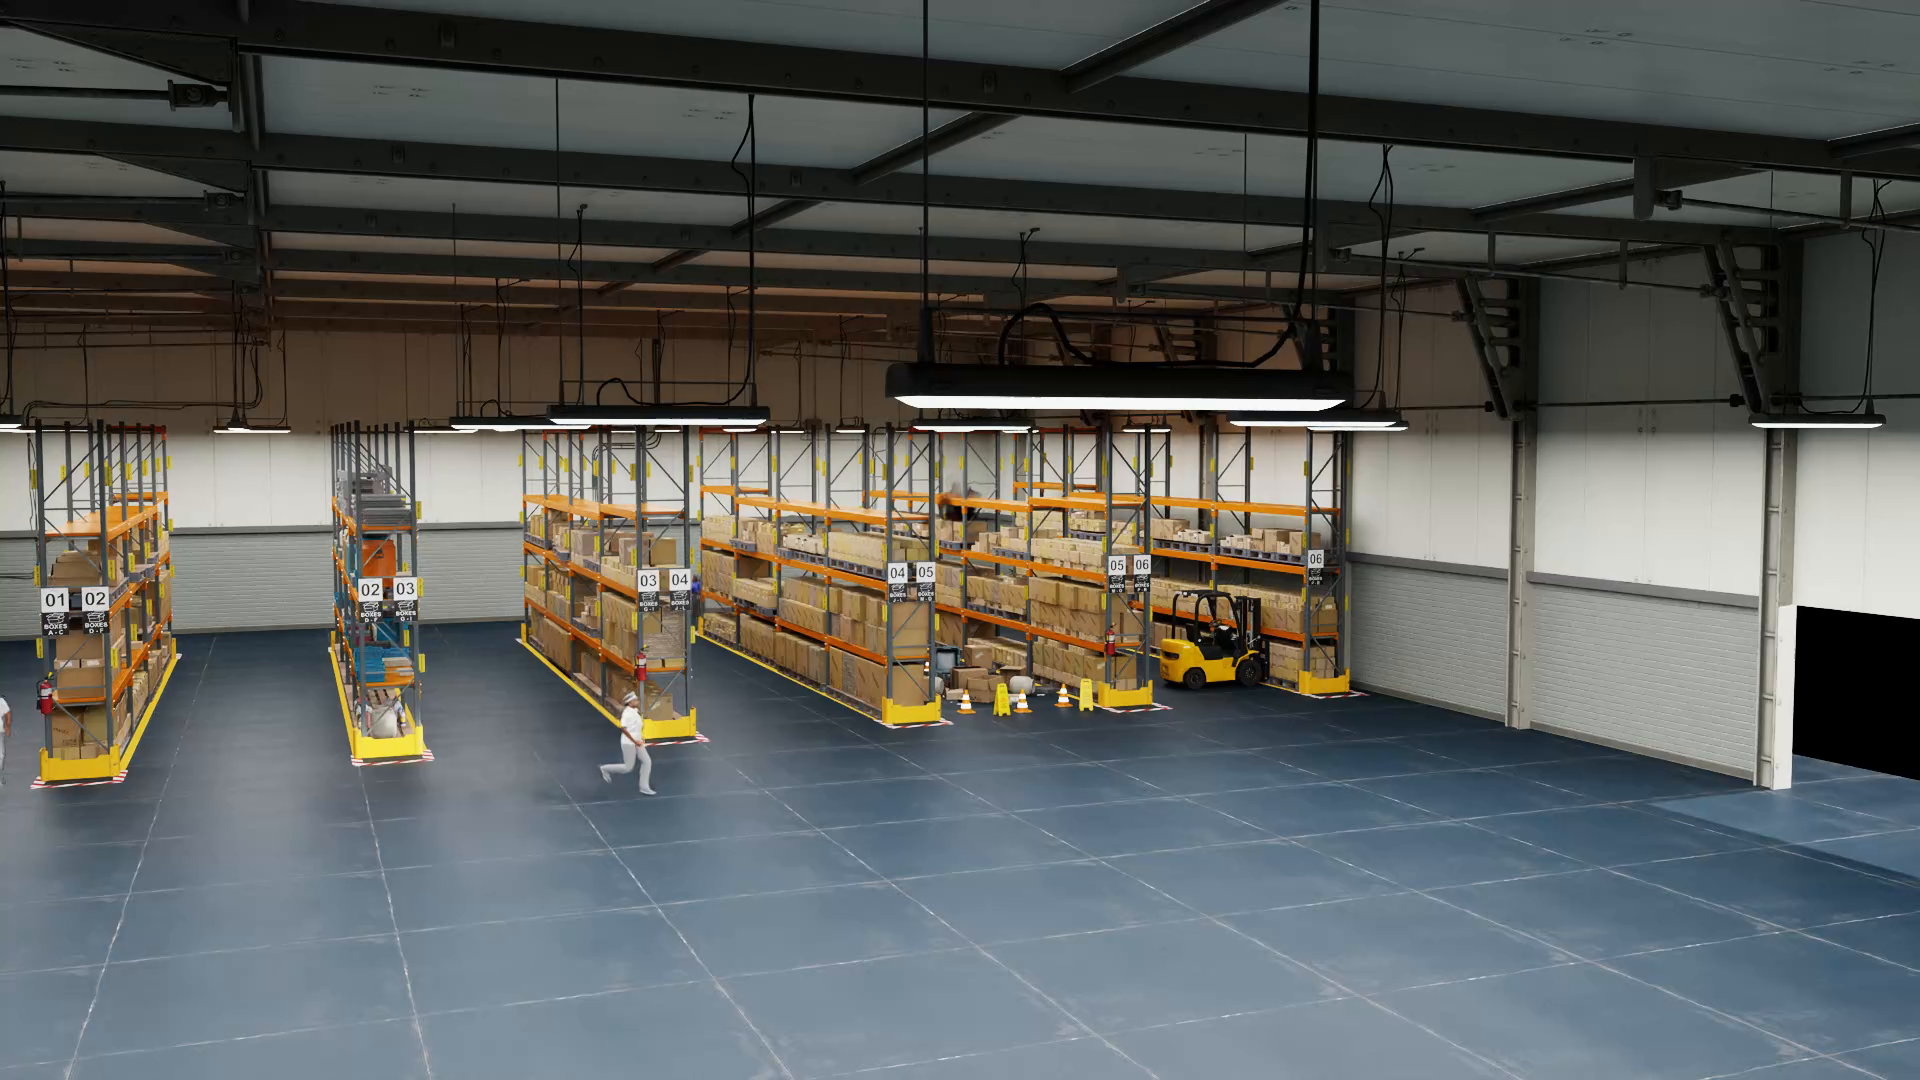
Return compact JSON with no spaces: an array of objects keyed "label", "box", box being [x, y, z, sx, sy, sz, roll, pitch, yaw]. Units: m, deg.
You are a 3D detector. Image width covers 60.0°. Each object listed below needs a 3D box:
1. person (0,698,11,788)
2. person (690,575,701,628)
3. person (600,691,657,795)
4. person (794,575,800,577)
[{"label":"person","box":[-15.862,3.133,27.171,0.549,1.659,0.737,3,5,41]},{"label":"person","box":[-7.890,1.838,48.976,0.852,1.652,0.592,-1,4,-22]},{"label":"person","box":[-5.290,3.249,26.605,0.892,1.680,0.564,1,4,8]},{"label":"person","box":[-4.592,1.878,47.612,0.656,1.748,0.879,-3,5,-44]}]
